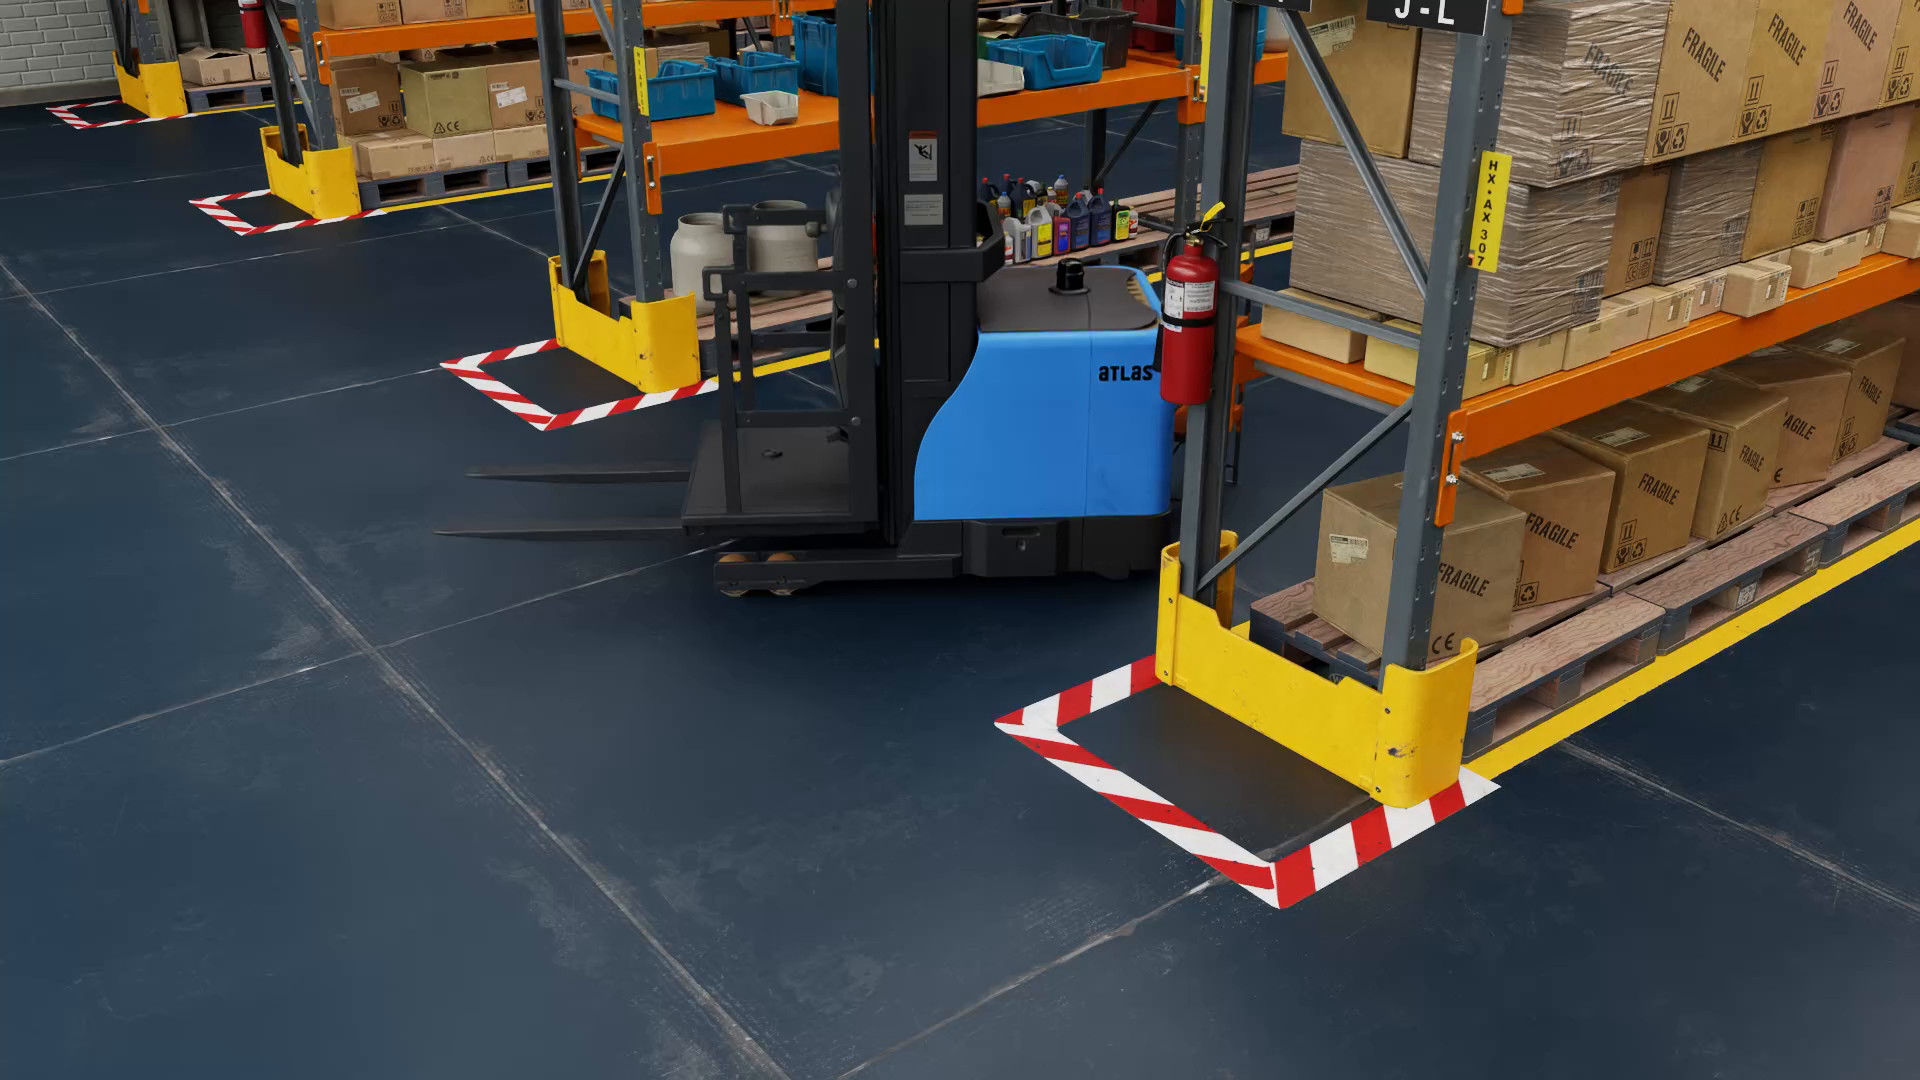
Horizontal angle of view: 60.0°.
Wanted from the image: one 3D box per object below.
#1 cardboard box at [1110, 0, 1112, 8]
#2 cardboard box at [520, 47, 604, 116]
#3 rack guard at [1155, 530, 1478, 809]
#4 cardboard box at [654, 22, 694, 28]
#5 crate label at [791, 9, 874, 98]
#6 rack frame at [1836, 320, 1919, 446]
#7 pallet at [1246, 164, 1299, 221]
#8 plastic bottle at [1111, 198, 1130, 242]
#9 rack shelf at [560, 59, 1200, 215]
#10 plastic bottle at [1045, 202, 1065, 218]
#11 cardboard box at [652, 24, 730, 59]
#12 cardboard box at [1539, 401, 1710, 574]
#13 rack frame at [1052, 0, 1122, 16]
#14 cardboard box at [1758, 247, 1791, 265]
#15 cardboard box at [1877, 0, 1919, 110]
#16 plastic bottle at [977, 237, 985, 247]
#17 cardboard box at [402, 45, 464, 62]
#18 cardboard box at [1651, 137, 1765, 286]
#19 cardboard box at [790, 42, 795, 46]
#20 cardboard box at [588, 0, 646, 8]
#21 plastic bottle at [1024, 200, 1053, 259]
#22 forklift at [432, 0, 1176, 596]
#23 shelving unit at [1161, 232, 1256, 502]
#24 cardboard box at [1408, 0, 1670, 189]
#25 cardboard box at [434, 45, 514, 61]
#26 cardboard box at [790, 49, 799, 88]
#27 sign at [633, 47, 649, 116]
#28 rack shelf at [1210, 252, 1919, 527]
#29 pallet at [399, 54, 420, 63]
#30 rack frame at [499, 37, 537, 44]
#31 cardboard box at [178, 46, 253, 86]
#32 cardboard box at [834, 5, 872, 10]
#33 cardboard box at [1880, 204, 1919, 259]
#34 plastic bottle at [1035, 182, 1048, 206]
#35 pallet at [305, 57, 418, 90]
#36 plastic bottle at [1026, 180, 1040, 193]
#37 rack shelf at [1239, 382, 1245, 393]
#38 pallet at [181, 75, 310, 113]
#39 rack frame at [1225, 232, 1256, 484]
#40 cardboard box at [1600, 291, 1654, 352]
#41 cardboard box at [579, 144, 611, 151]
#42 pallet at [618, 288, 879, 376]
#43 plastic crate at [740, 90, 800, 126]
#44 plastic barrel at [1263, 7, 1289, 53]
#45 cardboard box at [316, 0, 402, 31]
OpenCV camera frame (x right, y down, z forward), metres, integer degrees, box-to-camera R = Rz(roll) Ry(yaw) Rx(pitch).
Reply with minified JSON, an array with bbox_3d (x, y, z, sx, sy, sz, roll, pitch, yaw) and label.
[{"bbox_3d":[1.952,-5.802,17.745,0.500,0.250,0.500,-17,30,-32],"label":"cardboard box"},{"bbox_3d":[-3.234,-3.720,13.578,0.500,0.500,0.500,-18,31,-34],"label":"cardboard box"},{"bbox_3d":[1.194,0.415,5.762,0.348,0.500,1.175,-18,31,-34],"label":"rack guard"},{"bbox_3d":[-3.517,-6.193,19.478,0.500,0.500,0.700,-18,30,-33],"label":"cardboard box"},{"bbox_3d":[-0.641,-2.924,9.944,0.616,0.435,0.502,-18,31,-34],"label":"crate label"},{"bbox_3d":[4.282,-1.738,7.432,0.127,3.000,1.000,-18,31,-34],"label":"rack frame"},{"bbox_3d":[2.780,-2.650,12.708,1.213,0.211,1.003,-18,31,-34],"label":"pallet"},{"bbox_3d":[1.051,-2.112,10.942,0.133,0.283,0.061,-17,30,-32],"label":"plastic bottle"},{"bbox_3d":[-0.348,-2.533,9.999,4.000,0.370,1.077,-18,31,-34],"label":"rack shelf"},{"bbox_3d":[0.634,-2.073,10.866,0.135,0.276,0.152,-18,31,-34],"label":"plastic bottle"},{"bbox_3d":[-2.386,-4.287,14.802,0.500,0.500,0.500,-18,31,-34],"label":"cardboard box"},{"bbox_3d":[2.589,-0.235,6.664,0.500,0.500,0.500,-15,29,-29],"label":"cardboard box"},{"bbox_3d":[1.320,-6.060,16.744,0.127,3.000,1.000,-18,31,-34],"label":"rack frame"},{"bbox_3d":[2.861,-1.047,6.240,0.250,0.149,0.380,-18,31,-34],"label":"cardboard box"},{"bbox_3d":[3.311,-1.904,6.130,0.500,0.500,0.500,-18,31,-34],"label":"cardboard box"},{"bbox_3d":[0.123,-1.779,10.321,0.097,0.201,0.097,0,25,0],"label":"plastic bottle"},{"bbox_3d":[-5.680,-5.444,17.863,0.500,0.500,0.500,-21,32,-38],"label":"cardboard box"},{"bbox_3d":[2.323,-1.298,6.012,0.500,0.500,0.875,-18,31,-34],"label":"cardboard box"},{"bbox_3d":[-1.281,-4.556,15.605,0.500,0.311,0.500,-17,30,-33],"label":"cardboard box"},{"bbox_3d":[-2.982,-4.681,13.653,0.500,0.500,0.700,-18,30,-33],"label":"cardboard box"},{"bbox_3d":[0.491,-1.980,10.578,0.185,0.351,0.144,-18,31,-34],"label":"plastic bottle"},{"bbox_3d":[-0.663,-1.331,6.636,3.031,2.935,1.130,-1,25,-3],"label":"forklift"},{"bbox_3d":[1.083,-0.740,7.419,0.258,1.200,0.503,12,28,24],"label":"shelving unit"},{"bbox_3d":[1.735,-1.386,5.012,0.500,0.500,0.500,-18,31,-34],"label":"cardboard box"},{"bbox_3d":[-3.959,-3.768,13.682,0.500,0.500,0.500,-18,31,-34],"label":"cardboard box"},{"bbox_3d":[-1.349,-4.243,14.931,0.500,0.311,0.500,-18,30,-34],"label":"cardboard box"},{"bbox_3d":[-1.586,-2.282,8.275,0.005,0.325,0.100,-18,31,-34],"label":"sign"},{"bbox_3d":[2.708,-0.892,6.464,4.000,0.370,1.077,-18,31,-34],"label":"rack shelf"},{"bbox_3d":[-5.394,-5.210,18.225,1.213,0.211,1.003,-18,31,-34],"label":"pallet"},{"bbox_3d":[-4.888,-6.661,18.039,0.127,3.000,1.000,-18,31,-34],"label":"rack frame"},{"bbox_3d":[-7.435,-4.752,16.597,0.500,0.311,0.500,-23,33,-40],"label":"cardboard box"},{"bbox_3d":[-1.080,-7.063,20.960,0.750,0.750,0.750,-19,31,-35],"label":"cardboard box"},{"bbox_3d":[3.730,-1.262,6.705,0.250,0.149,0.380,-18,31,-34],"label":"cardboard box"},{"bbox_3d":[0.533,-2.281,11.305,0.133,0.283,0.061,-18,31,-34],"label":"plastic bottle"},{"bbox_3d":[-6.355,-4.891,17.538,1.213,0.211,1.003,-18,31,-34],"label":"pallet"},{"bbox_3d":[0.467,-2.312,11.382,0.135,0.276,0.152,-17,30,-32],"label":"plastic bottle"},{"bbox_3d":[1.083,-0.679,7.448,0.258,0.148,0.480,12,28,24],"label":"rack shelf"},{"bbox_3d":[-7.314,-4.576,16.859,1.213,0.211,1.003,-18,31,-34],"label":"pallet"},{"bbox_3d":[1.195,-0.831,7.616,0.240,1.200,0.015,12,28,24],"label":"rack frame"},{"bbox_3d":[2.104,-0.771,5.646,0.250,0.149,0.380,-18,31,-34],"label":"cardboard box"},{"bbox_3d":[-3.235,-3.380,13.737,0.500,0.250,0.500,-18,31,-34],"label":"cardboard box"},{"bbox_3d":[-1.249,-1.320,9.843,1.213,0.211,1.003,-18,31,-34],"label":"pallet"},{"bbox_3d":[-1.019,-2.346,9.055,0.250,0.136,0.298,-18,31,-34],"label":"plastic crate"},{"bbox_3d":[2.114,-3.616,11.318,0.433,0.535,0.433,0,25,0],"label":"plastic barrel"},{"bbox_3d":[-4.600,-4.144,12.497,0.500,0.500,0.700,-18,31,-34],"label":"cardboard box"}]
